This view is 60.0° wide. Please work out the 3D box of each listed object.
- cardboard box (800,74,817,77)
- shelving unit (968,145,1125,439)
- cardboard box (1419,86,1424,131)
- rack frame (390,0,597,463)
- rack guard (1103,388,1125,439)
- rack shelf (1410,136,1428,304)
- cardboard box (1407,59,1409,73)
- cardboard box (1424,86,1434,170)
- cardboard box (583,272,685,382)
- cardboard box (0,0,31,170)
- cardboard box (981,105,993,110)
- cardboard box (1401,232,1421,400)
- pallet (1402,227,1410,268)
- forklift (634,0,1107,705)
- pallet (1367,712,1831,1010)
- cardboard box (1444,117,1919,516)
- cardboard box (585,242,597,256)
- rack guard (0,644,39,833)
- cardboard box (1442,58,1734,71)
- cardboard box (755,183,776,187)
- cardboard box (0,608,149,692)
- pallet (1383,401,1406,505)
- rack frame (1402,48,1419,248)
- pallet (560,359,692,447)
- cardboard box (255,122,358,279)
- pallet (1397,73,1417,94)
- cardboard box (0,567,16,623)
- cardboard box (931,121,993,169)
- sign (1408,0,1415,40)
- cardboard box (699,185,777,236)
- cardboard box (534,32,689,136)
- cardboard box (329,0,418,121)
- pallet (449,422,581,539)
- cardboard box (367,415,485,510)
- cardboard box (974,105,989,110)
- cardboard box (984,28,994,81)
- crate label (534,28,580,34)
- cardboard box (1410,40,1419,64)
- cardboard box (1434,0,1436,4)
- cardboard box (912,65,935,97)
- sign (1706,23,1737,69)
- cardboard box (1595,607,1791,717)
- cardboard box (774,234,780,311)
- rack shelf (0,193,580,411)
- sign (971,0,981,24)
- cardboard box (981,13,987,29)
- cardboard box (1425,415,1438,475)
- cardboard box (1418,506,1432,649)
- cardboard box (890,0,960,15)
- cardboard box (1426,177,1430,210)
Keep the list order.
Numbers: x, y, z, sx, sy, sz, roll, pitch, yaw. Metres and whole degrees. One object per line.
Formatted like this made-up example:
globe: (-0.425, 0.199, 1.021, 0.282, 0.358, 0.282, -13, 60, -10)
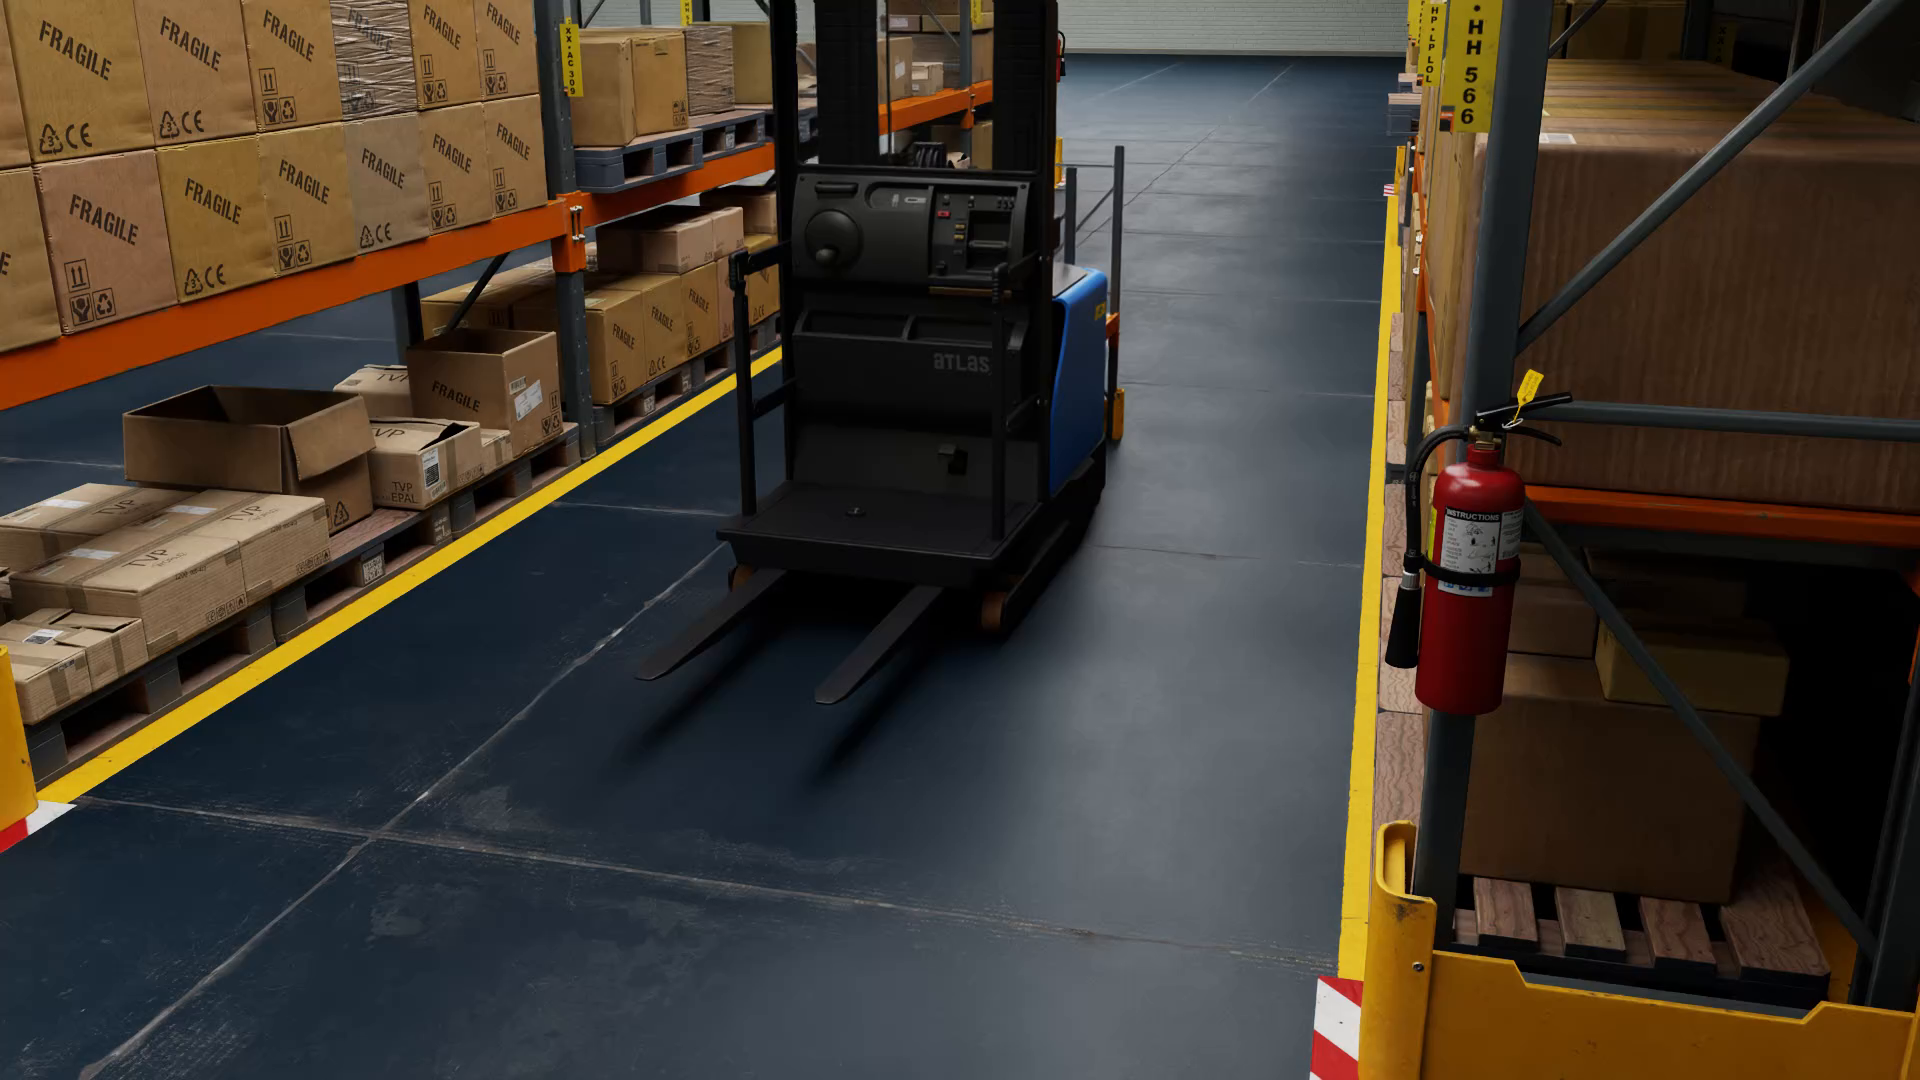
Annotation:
cardboard box: (-0.959, -3.342, 12.469, 0.500, 0.311, 0.500, 4, 19, 13)
shelving unit: (0.428, -1.129, 8.172, 0.587, 1.500, 1.083, 6, 20, 16)
cardboard box: (2.936, -2.631, 9.605, 0.500, 0.500, 0.500, 5, 20, 15)
rack frame: (-2.342, -1.865, 8.008, 1.000, 3.000, 0.127, 5, 19, 13)
rack guard: (0.576, -0.691, 8.823, 0.587, 0.250, 0.087, 6, 20, 16)
rack shelf: (2.951, -1.762, 8.818, 1.077, 0.370, 4.000, 5, 19, 13)
cardboard box: (4.598, -4.566, 16.116, 0.500, 0.250, 0.500, 5, 19, 14)
cardboard box: (2.446, -1.998, 7.751, 0.500, 0.500, 0.500, 5, 19, 14)
cardboard box: (-1.868, -1.191, 9.221, 0.500, 0.500, 0.500, 5, 19, 14)
cardboard box: (-2.956, -1.250, 4.506, 0.500, 0.500, 0.500, 5, 20, 15)
cardboard box: (0.517, -4.373, 17.793, 0.500, 0.500, 0.500, 5, 19, 13)
cardboard box: (2.709, -1.150, 8.589, 0.750, 0.750, 0.750, 5, 20, 15)
pallet: (4.228, -2.419, 13.943, 1.003, 0.211, 1.213, 5, 19, 13)
forklift: (-0.255, -1.178, 6.103, 1.130, 2.935, 3.031, 6, 20, 16)
pallet: (1.604, 0.841, 4.398, 1.003, 0.211, 1.213, 5, 19, 13)
cardboard box: (1.600, -0.524, 3.618, 0.980, 0.700, 0.700, 6, 20, 16)
cardboard box: (-2.126, -1.539, 10.239, 0.500, 0.500, 0.500, 4, 19, 12)
rack guard: (-3.301, 0.547, 4.812, 1.175, 0.500, 0.348, 5, 19, 13)
cardboard box: (2.314, -1.449, 6.324, 0.980, 0.700, 0.700, 5, 19, 14)
cardboard box: (-1.355, -2.629, 12.981, 0.500, 0.311, 0.500, 4, 19, 13)
cardboard box: (-2.823, 0.338, 5.259, 0.380, 0.166, 0.250, 5, 19, 13)
pallet: (2.578, -0.404, 8.043, 1.003, 0.211, 1.213, 5, 19, 13)
rack frame: (4.417, -3.983, 14.208, 1.000, 3.000, 0.127, 5, 19, 13)
pallet: (-2.180, -0.804, 9.214, 1.003, 0.211, 1.213, 5, 19, 13)
cardboard box: (-2.585, -1.253, 6.061, 0.500, 0.500, 0.500, 5, 19, 14)
pallet: (4.089, -3.664, 13.571, 1.003, 0.211, 1.213, 5, 19, 13)
cardboard box: (-3.239, 0.211, 5.631, 0.380, 0.166, 0.250, 5, 19, 13)
cardboard box: (0.029, -3.746, 15.958, 0.500, 0.500, 0.500, 5, 19, 13)
sign: (3.889, -4.433, 14.186, 0.100, 0.325, 0.005, 5, 19, 13)
cardboard box: (-1.376, -2.170, 10.925, 0.500, 0.250, 0.500, 5, 20, 15)
cardboard box: (-1.903, -2.463, 8.953, 0.700, 0.500, 0.500, 8, 20, 22)
cardboard box: (-2.461, -1.888, 6.374, 0.500, 0.500, 0.500, 5, 19, 14)
pallet: (-2.511, -0.331, 7.829, 1.003, 0.211, 1.213, 5, 19, 13)
cardboard box: (-2.390, -0.365, 7.095, 0.500, 0.311, 0.500, 5, 19, 13)
cardboard box: (0.013, -4.414, 17.914, 0.500, 0.500, 0.500, 5, 19, 13)
cardboard box: (-0.036, -4.883, 16.687, 0.700, 0.500, 0.500, 5, 19, 14)
crate label: (-4.400, -5.437, 18.412, 0.502, 0.435, 0.616, 5, 19, 13)
cardboard box: (4.232, -4.449, 14.613, 0.500, 0.500, 0.500, 5, 19, 13)
cardboard box: (2.830, -2.834, 9.038, 0.500, 0.250, 0.500, 5, 19, 14)
cardboard box: (-0.424, -4.019, 14.522, 0.396, 0.266, 0.258, 4, 19, 12)
sign: (3.001, -1.879, 6.587, 0.100, 0.325, 0.005, 5, 19, 13)
cardboard box: (1.722, 0.283, 3.932, 0.380, 0.149, 0.250, 5, 19, 14)
cardboard box: (-1.366, -1.833, 11.099, 0.500, 0.500, 0.500, 5, 20, 16)
rack shelf: (-2.831, -0.898, 6.289, 1.077, 0.370, 4.000, 5, 19, 13)
sign: (0.141, -4.844, 15.059, 0.100, 0.325, 0.005, 5, 19, 13)
cardboard box: (0.051, -5.038, 16.139, 0.380, 0.149, 0.250, 4, 19, 13)
cardboard box: (1.792, -0.315, 5.684, 0.380, 0.149, 0.250, 4, 19, 12)
cardboard box: (1.803, 0.221, 5.118, 0.700, 0.500, 0.500, 4, 19, 12)
cardboard box: (-0.285, -5.174, 15.532, 0.700, 0.500, 0.500, 5, 19, 14)
cardboard box: (2.309, -1.575, 7.517, 0.380, 0.149, 0.250, 5, 19, 14)
